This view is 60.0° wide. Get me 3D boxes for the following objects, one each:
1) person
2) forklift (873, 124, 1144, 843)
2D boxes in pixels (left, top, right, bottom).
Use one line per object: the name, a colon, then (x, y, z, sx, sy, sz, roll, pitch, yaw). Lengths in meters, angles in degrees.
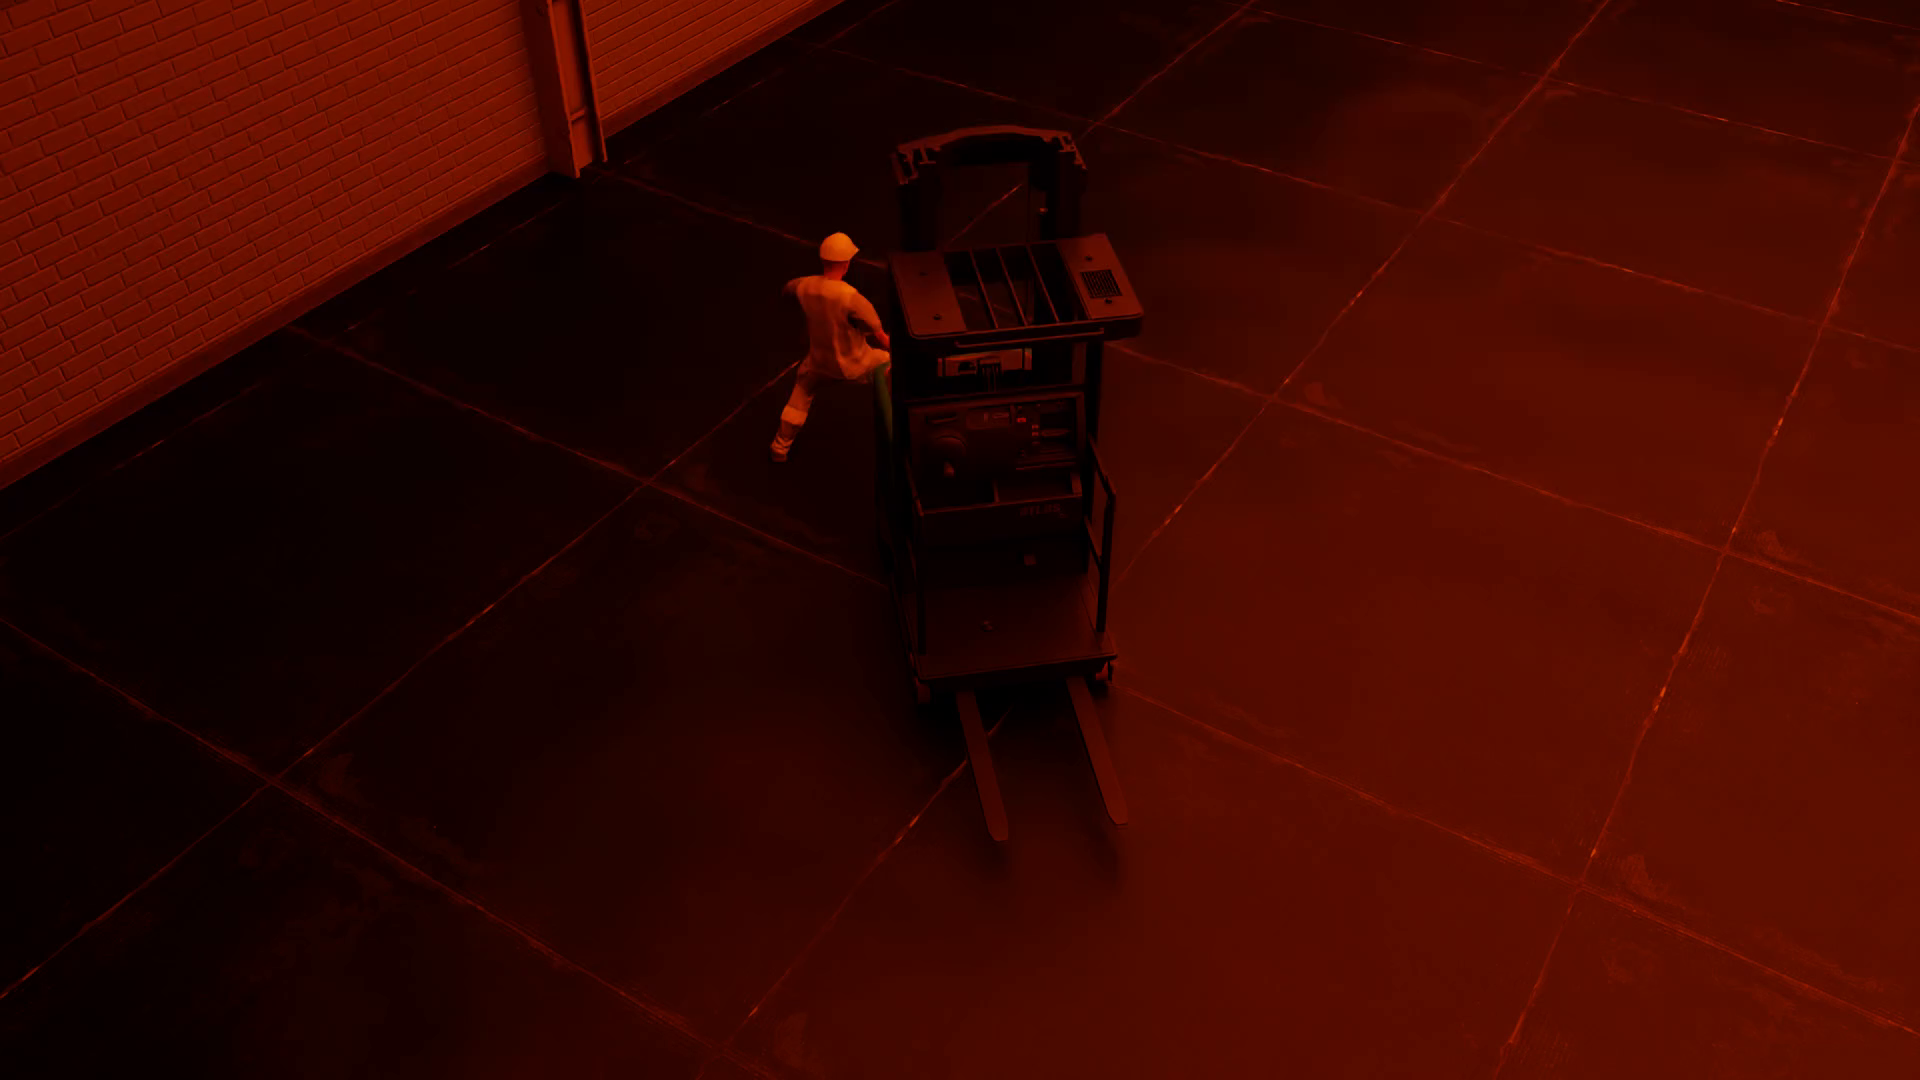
person: (-0.724, -1.238, 10.488, 1.024, 1.628, 0.923, 22, 45, 24)
forklift: (0.235, -0.470, 8.521, 1.130, 2.935, 3.031, -7, 41, -8)
